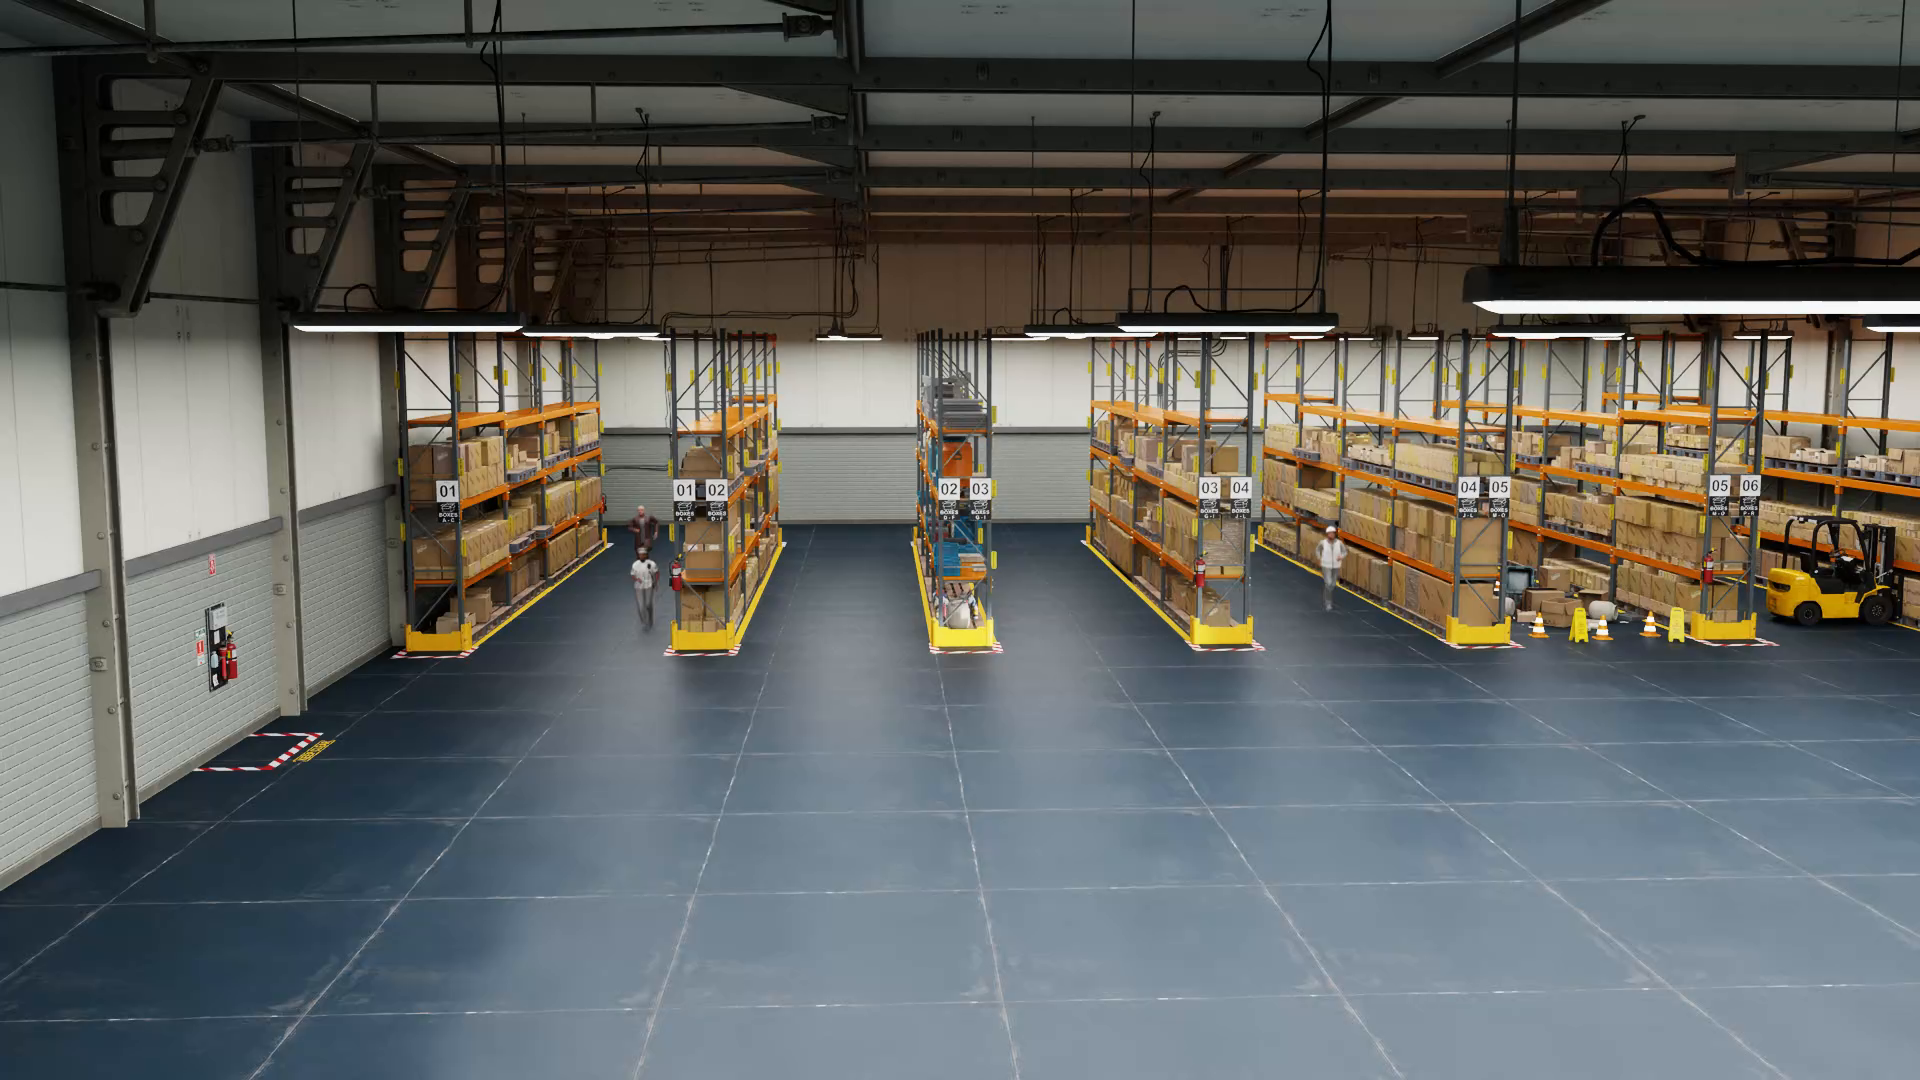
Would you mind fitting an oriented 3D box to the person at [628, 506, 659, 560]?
[{"bbox_3d":[-7.719,0.063,40.615,0.727,1.824,0.973,0,7,-4],"label":"person"}]

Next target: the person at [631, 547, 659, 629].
[{"bbox_3d":[-6.310,0.967,33.275,0.552,1.663,0.628,-1,7,-5],"label":"person"}]

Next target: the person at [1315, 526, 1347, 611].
[{"bbox_3d":[8.043,0.599,36.044,0.650,1.823,0.814,0,7,-1],"label":"person"}]
